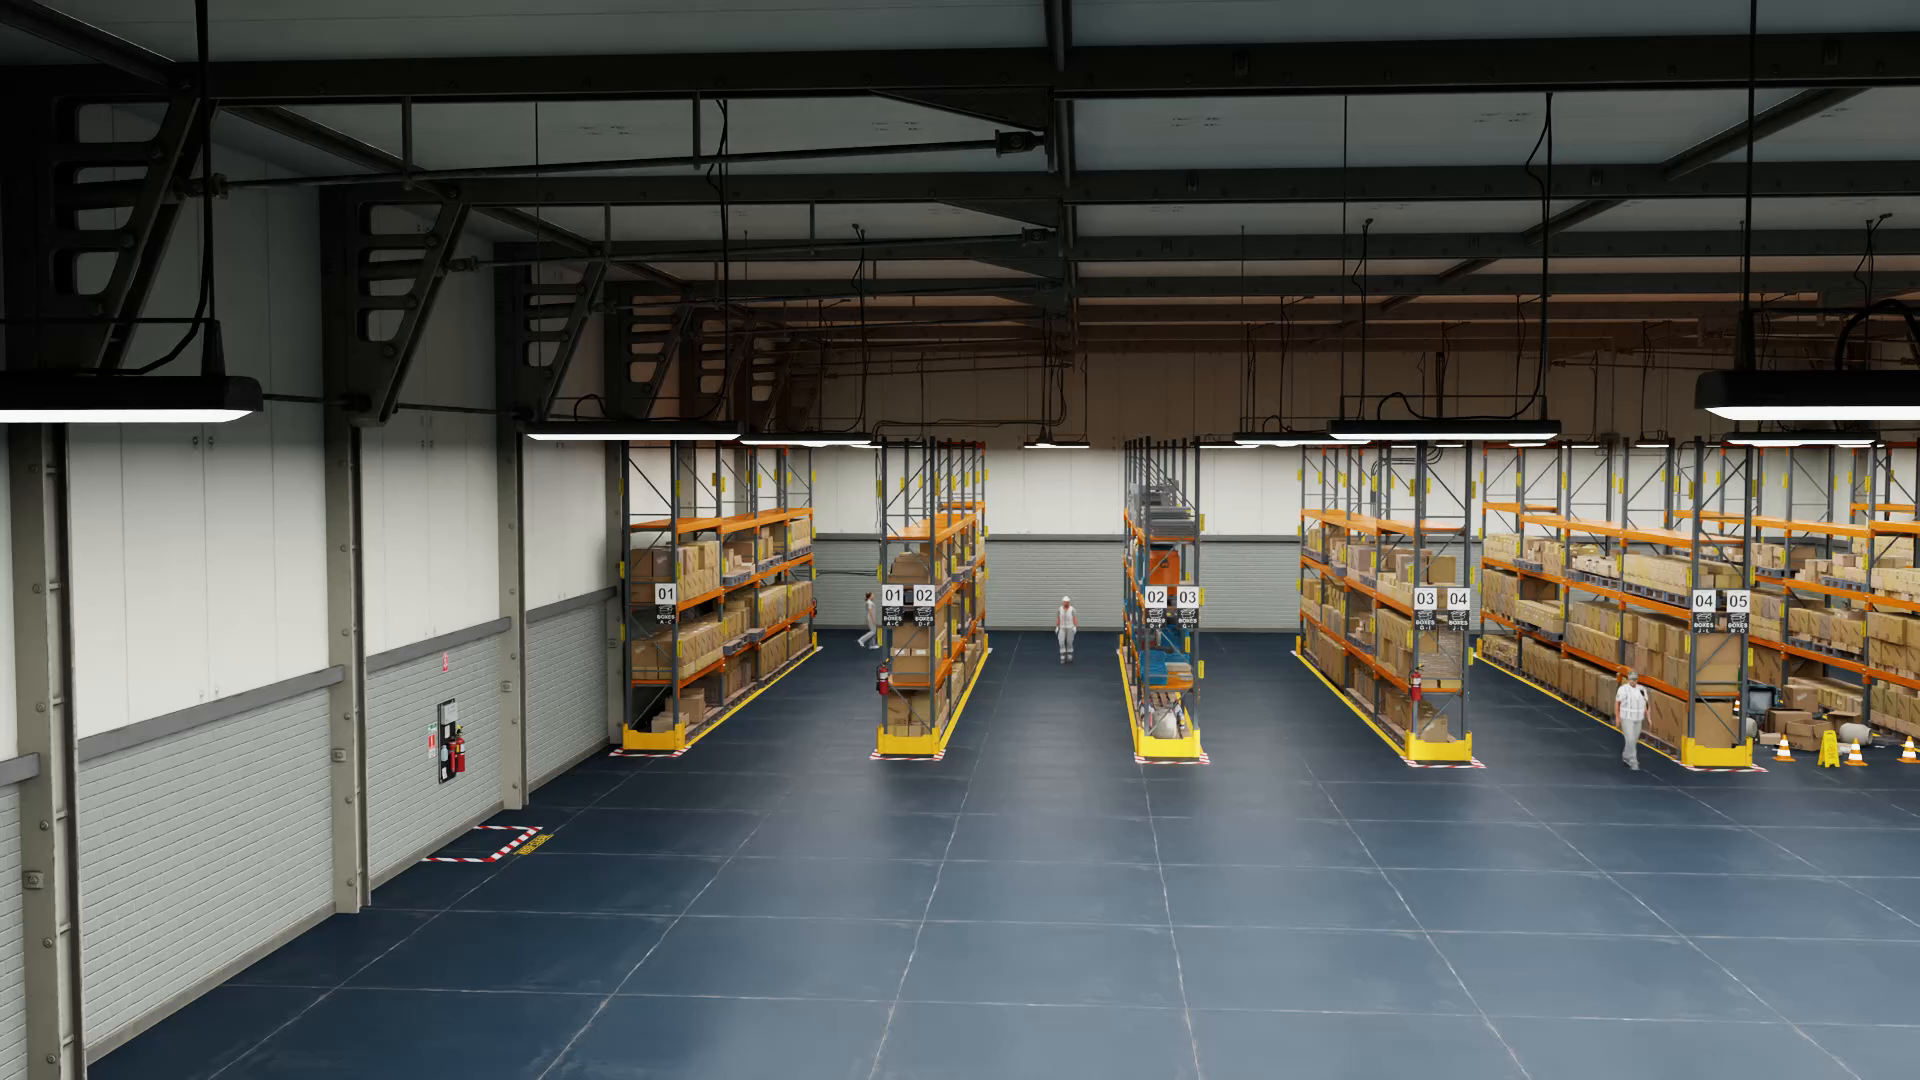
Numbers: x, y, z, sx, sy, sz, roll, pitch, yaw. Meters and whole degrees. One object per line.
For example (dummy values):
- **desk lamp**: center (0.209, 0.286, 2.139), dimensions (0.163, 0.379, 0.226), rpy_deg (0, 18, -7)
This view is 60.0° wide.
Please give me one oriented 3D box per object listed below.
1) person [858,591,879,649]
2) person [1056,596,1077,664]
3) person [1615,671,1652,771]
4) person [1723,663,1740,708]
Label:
- **person**: center (-2.643, 2.313, 47.942), dimensions (0.679, 1.662, 0.487), rpy_deg (-1, 3, -16)
- **person**: center (2.878, 2.435, 45.028), dimensions (0.623, 1.825, 0.596), rpy_deg (1, 3, 18)
- **person**: center (12.187, 3.271, 30.095), dimensions (0.556, 1.821, 0.726), rpy_deg (-1, 3, -12)
- **person**: center (17.194, 2.862, 36.978), dimensions (0.523, 1.807, 0.542), rpy_deg (0, 3, -7)
